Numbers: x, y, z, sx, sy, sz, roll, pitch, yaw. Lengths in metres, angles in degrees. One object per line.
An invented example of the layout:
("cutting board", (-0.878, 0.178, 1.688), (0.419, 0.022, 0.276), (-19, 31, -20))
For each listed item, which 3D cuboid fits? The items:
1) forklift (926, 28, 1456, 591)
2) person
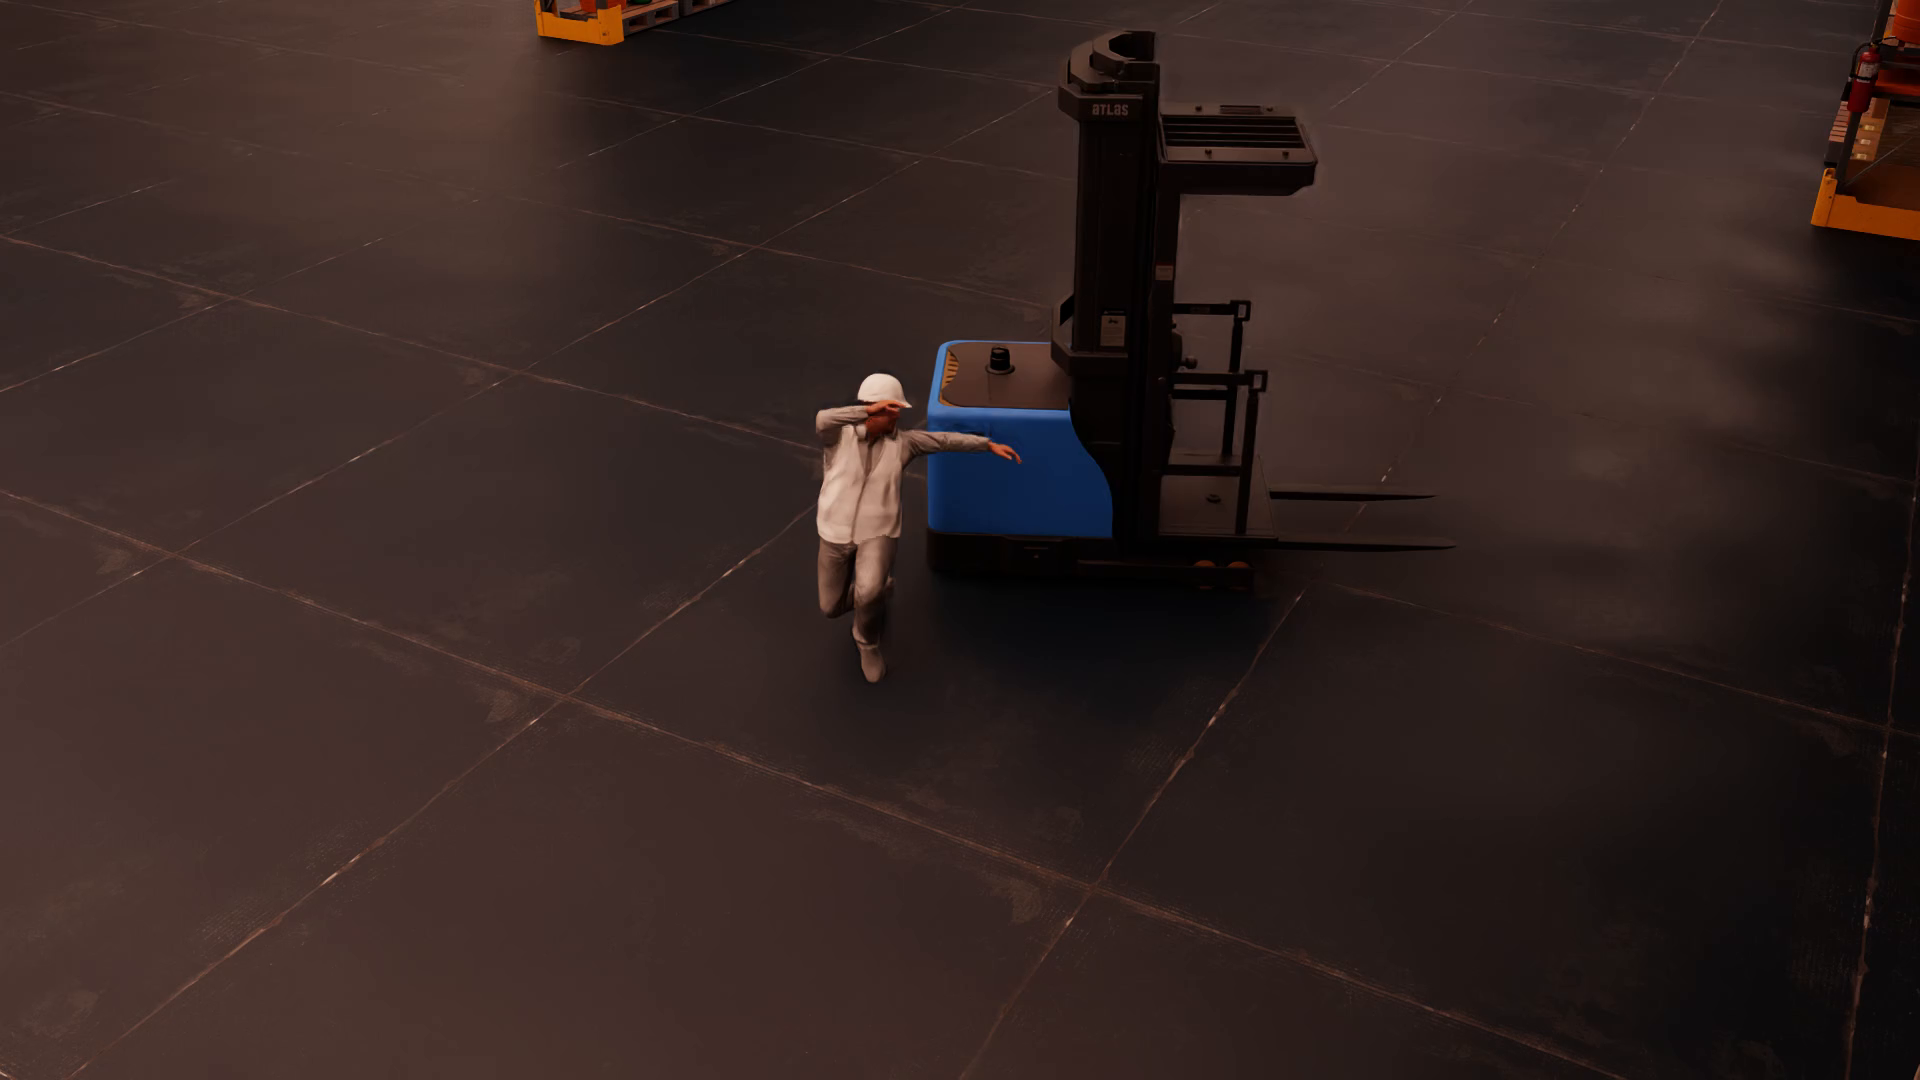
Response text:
("forklift", (1.342, -1.254, 9.243), (3.031, 2.935, 1.130), (2, 30, 3))
("person", (-0.241, -0.046, 8.630), (1.043, 1.486, 0.896), (4, 30, 7))
